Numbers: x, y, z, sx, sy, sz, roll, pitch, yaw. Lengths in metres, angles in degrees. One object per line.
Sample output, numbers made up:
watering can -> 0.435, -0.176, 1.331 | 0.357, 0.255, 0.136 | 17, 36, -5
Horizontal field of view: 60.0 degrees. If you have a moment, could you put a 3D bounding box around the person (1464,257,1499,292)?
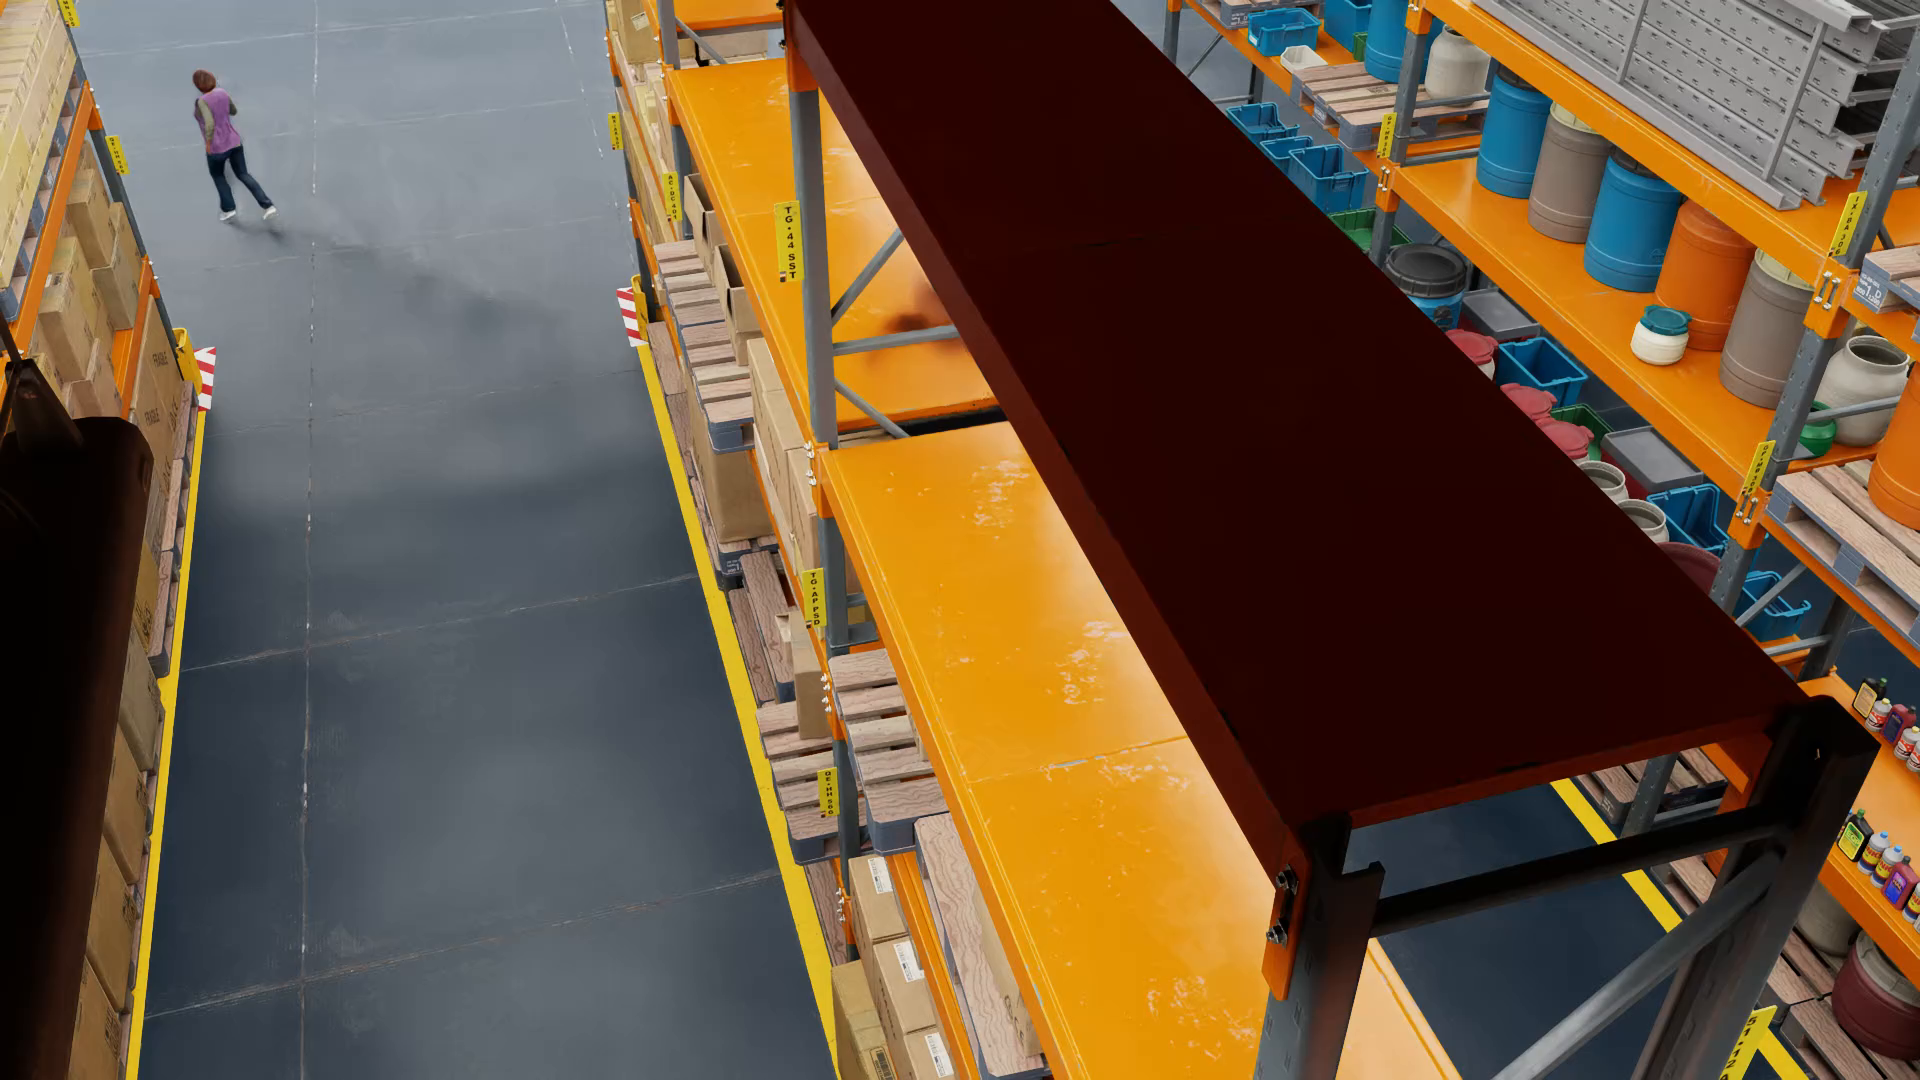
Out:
person -> 4.827, -2.662, 14.901 | 0.645, 1.632, 0.526 | -19, 42, -22

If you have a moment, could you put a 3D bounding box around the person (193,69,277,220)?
person -> -7.209, -3.845, 16.380 | 0.771, 1.631, 0.575 | 17, 42, 21
